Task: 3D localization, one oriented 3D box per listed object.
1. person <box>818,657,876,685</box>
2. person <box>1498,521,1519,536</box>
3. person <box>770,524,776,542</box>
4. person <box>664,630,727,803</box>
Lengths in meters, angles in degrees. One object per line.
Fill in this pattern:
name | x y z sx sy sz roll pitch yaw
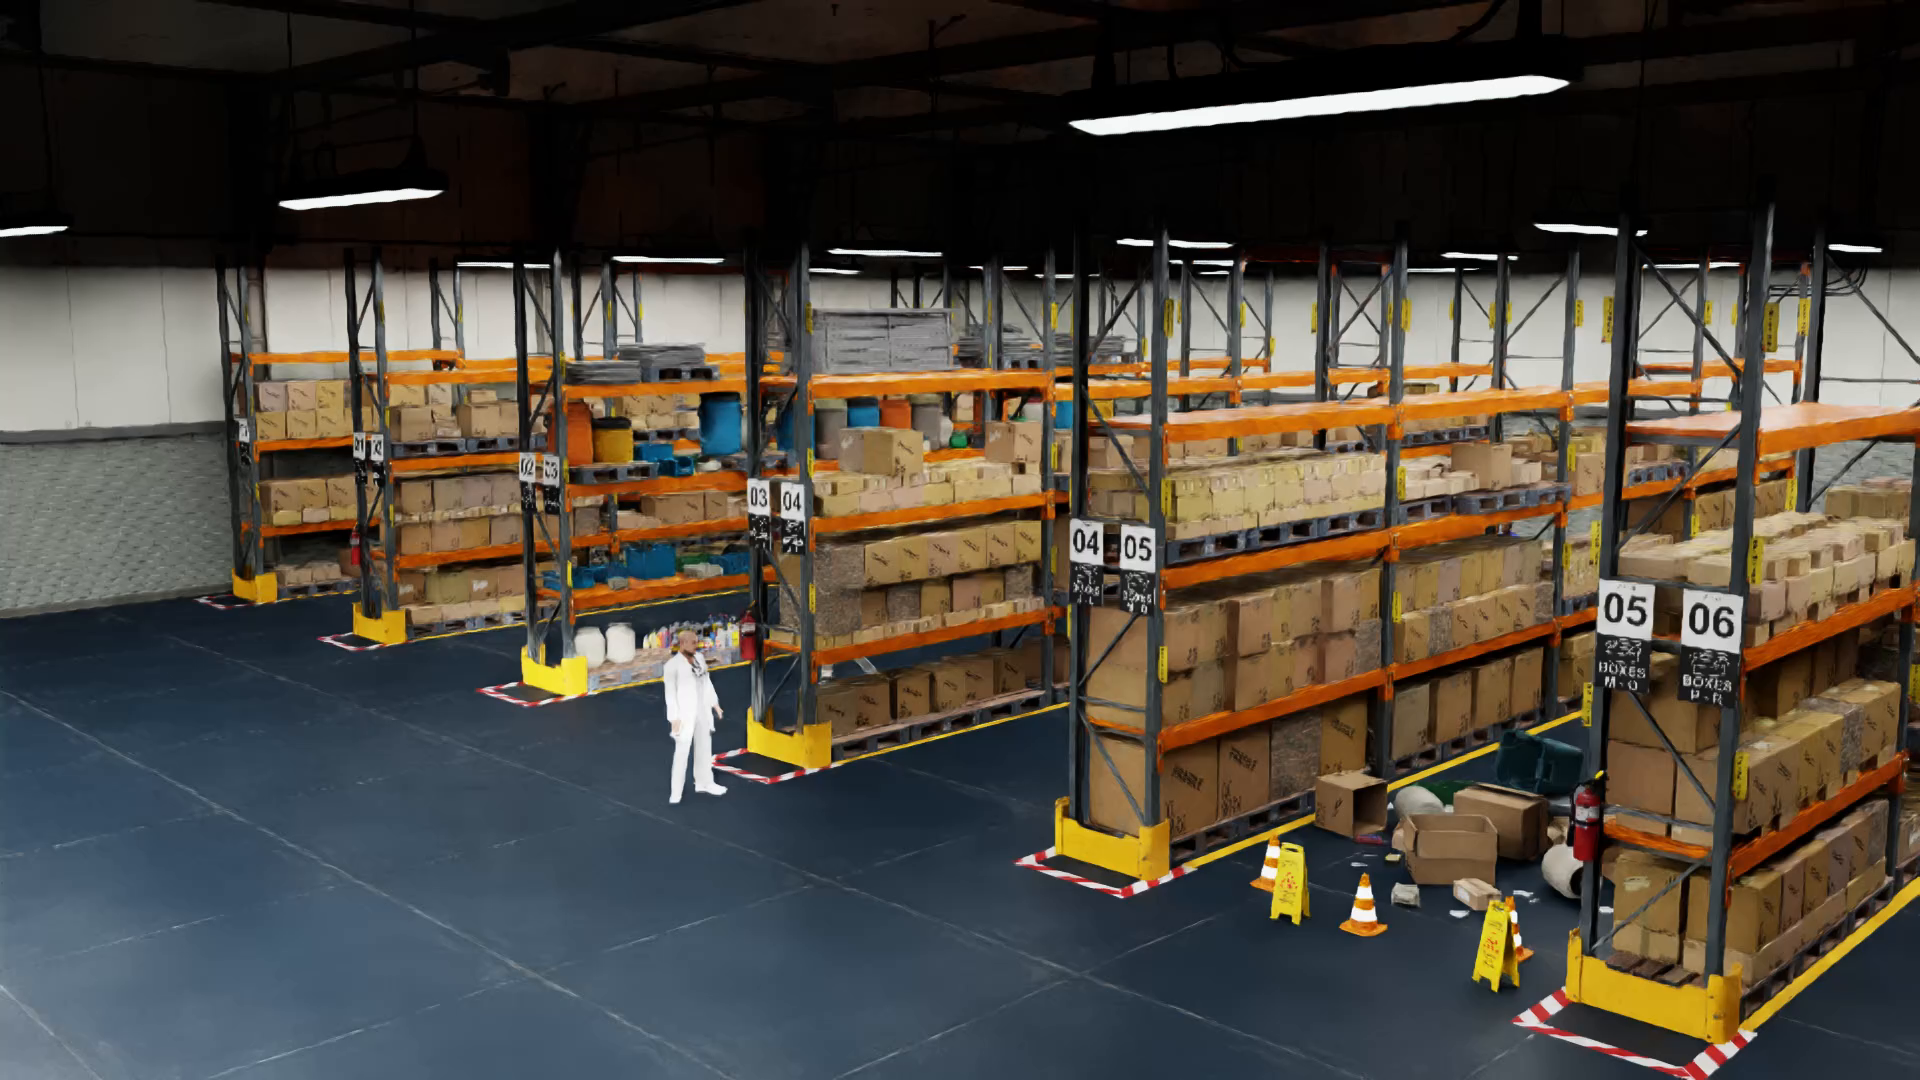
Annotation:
person | -1.528 1.215 21.953 0.988 1.739 0.592 -4 9 -24
person | 9.207 0.408 28.015 1.088 1.574 0.447 -7 11 -43
person | -3.969 -0.700 35.103 0.464 1.772 0.645 3 9 23
person | -2.779 1.814 17.357 0.440 1.787 0.701 6 10 38
